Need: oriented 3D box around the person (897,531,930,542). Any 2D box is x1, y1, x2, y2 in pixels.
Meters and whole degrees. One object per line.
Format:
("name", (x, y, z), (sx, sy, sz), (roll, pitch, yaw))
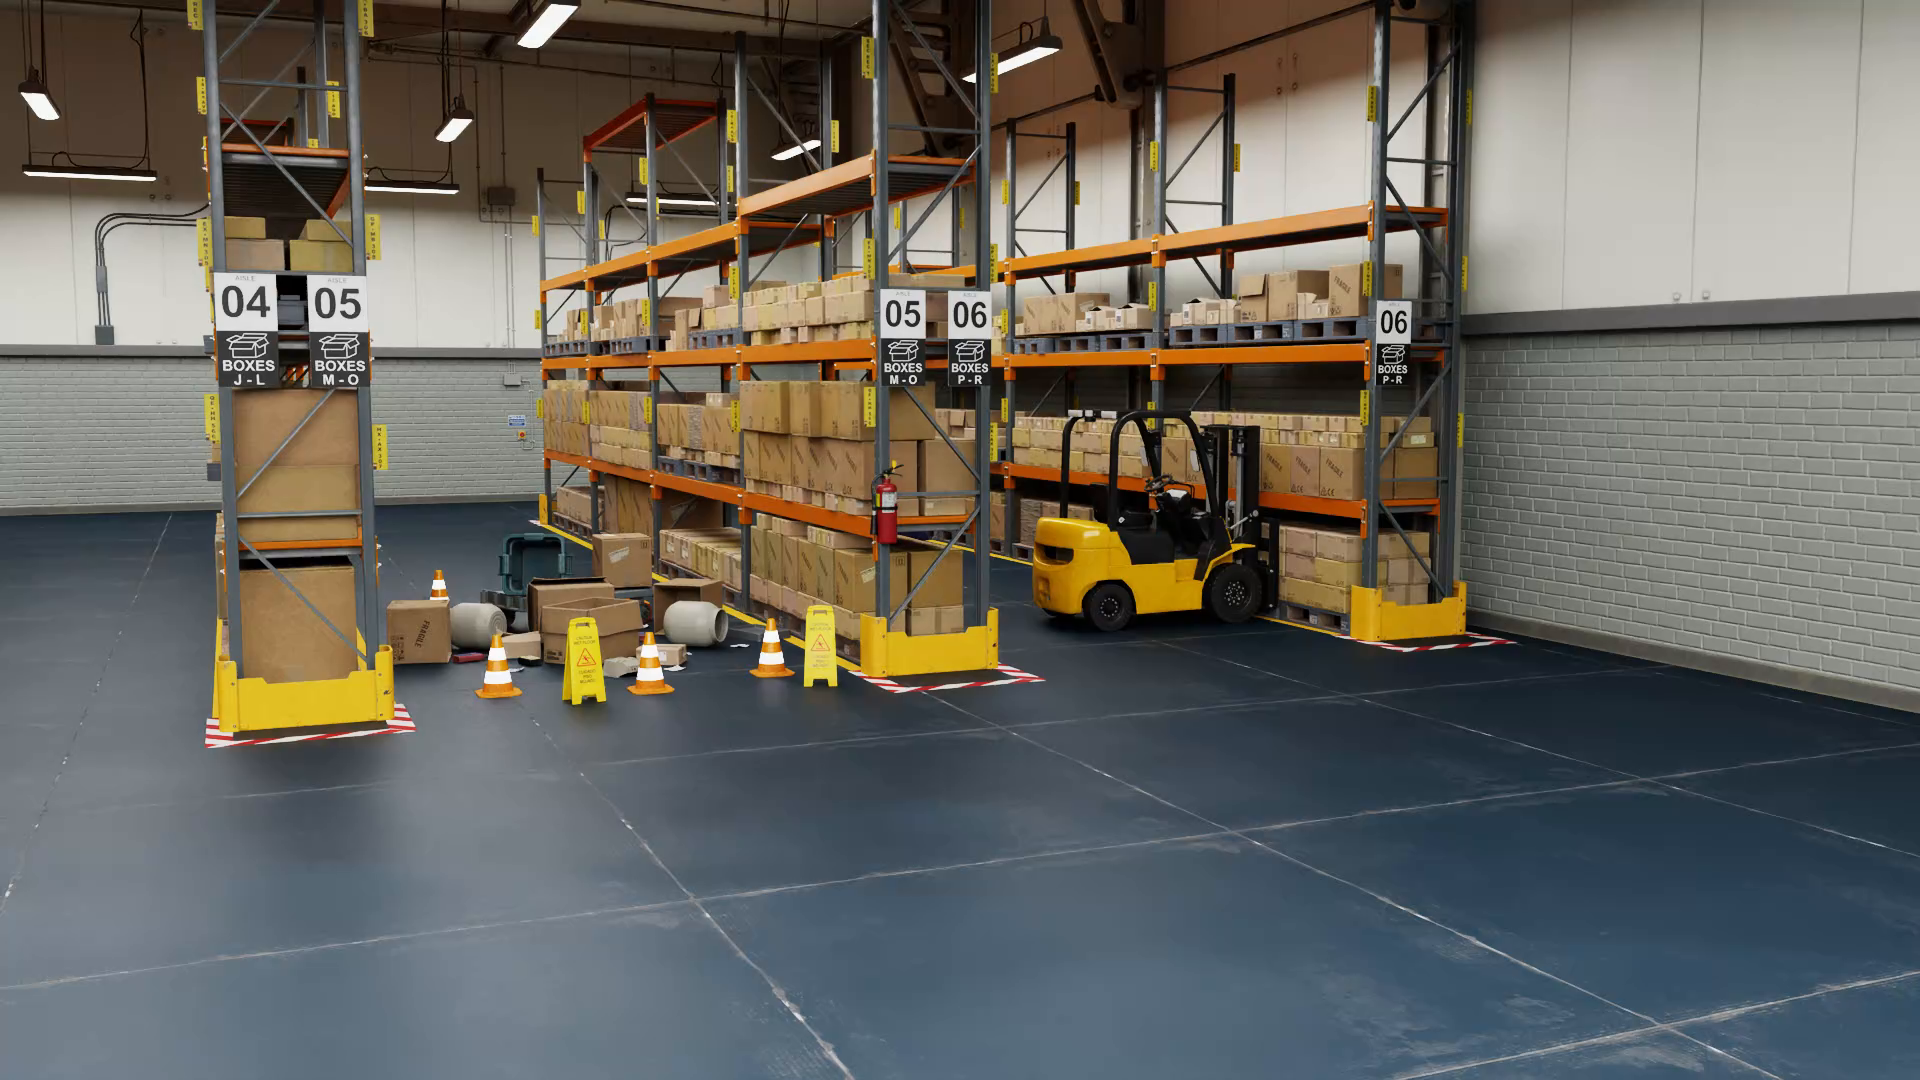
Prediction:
("person", (-0.635, -0.055, 18.780), (0.531, 1.446, 0.594), (-2, 6, -23))
